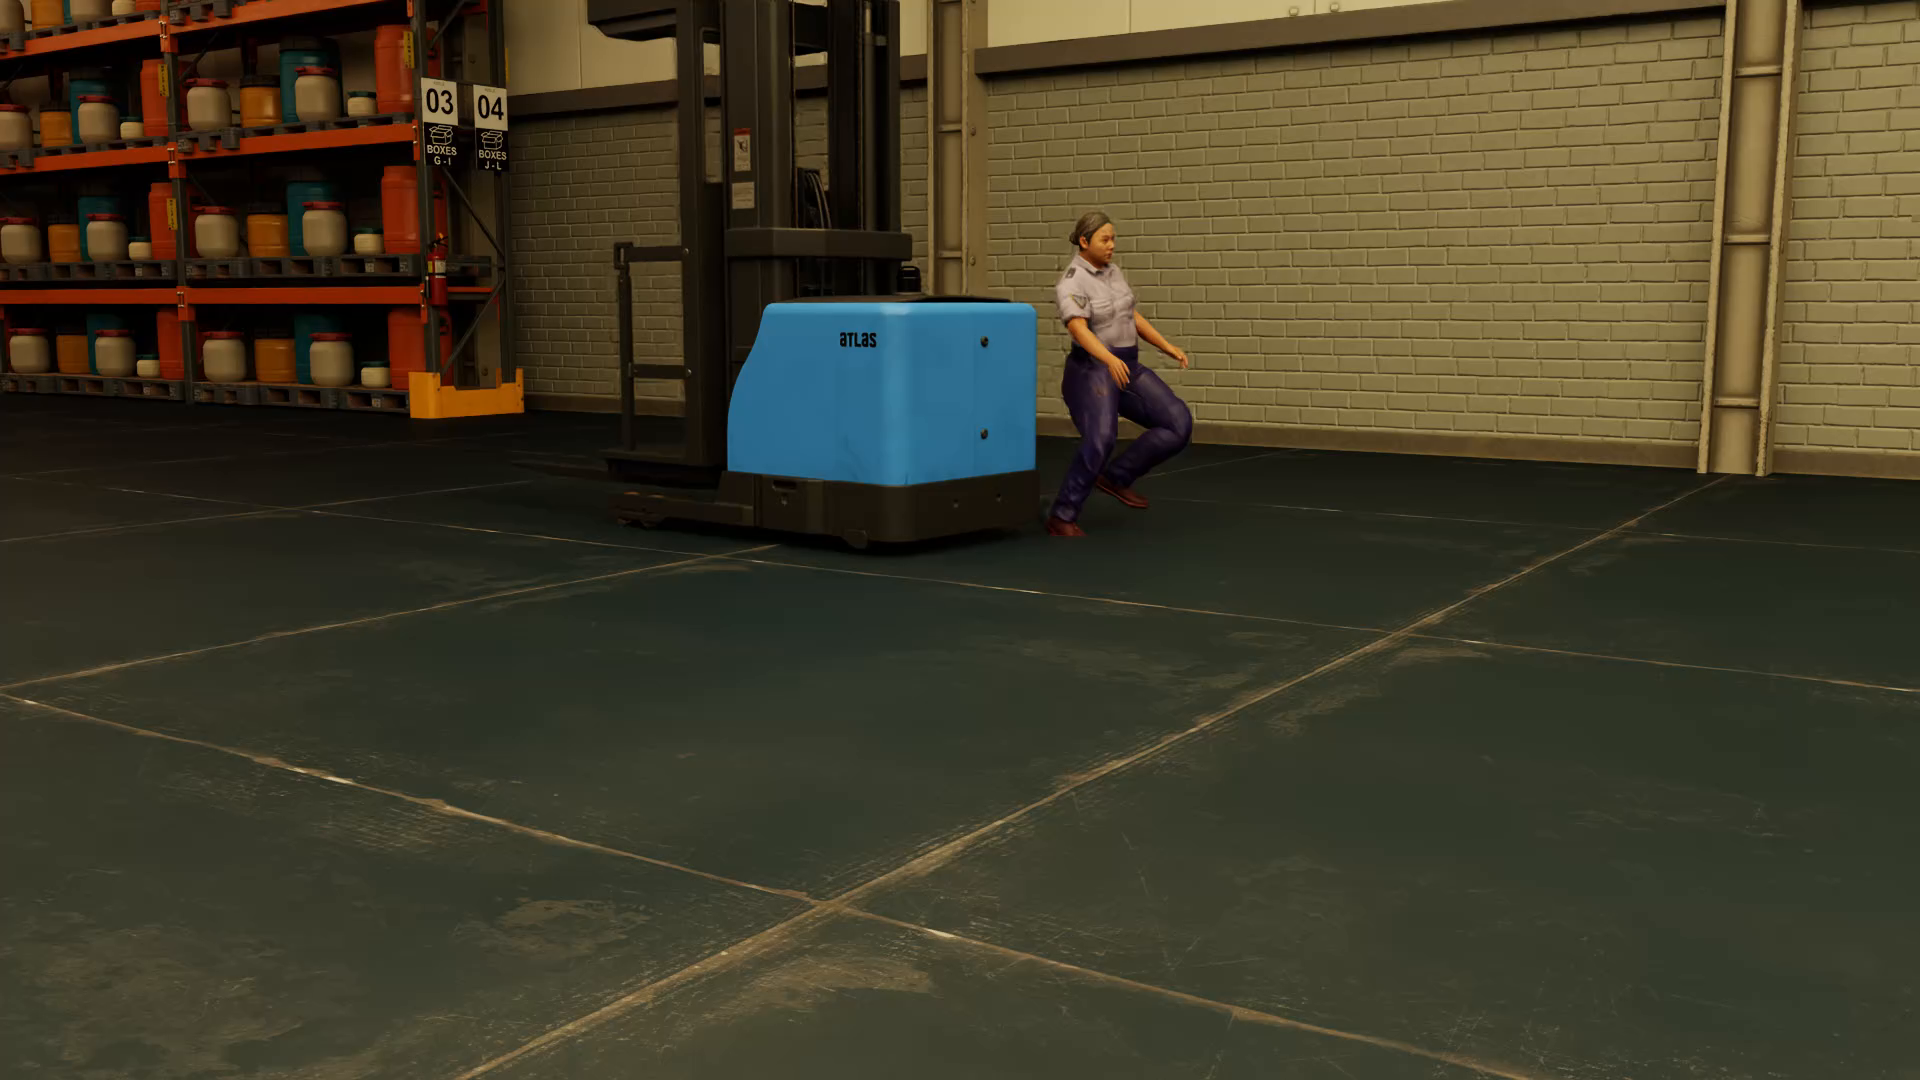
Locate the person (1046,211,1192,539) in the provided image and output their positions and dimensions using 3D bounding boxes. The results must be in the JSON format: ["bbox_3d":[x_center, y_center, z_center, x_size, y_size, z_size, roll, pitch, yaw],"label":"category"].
[{"bbox_3d":[0.748,-0.767,7.853,0.594,1.556,0.779,8,11,44],"label":"person"}]

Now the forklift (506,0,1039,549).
[{"bbox_3d":[-1.086,-1.556,8.134,3.031,2.935,1.130,7,10,39],"label":"forklift"}]
